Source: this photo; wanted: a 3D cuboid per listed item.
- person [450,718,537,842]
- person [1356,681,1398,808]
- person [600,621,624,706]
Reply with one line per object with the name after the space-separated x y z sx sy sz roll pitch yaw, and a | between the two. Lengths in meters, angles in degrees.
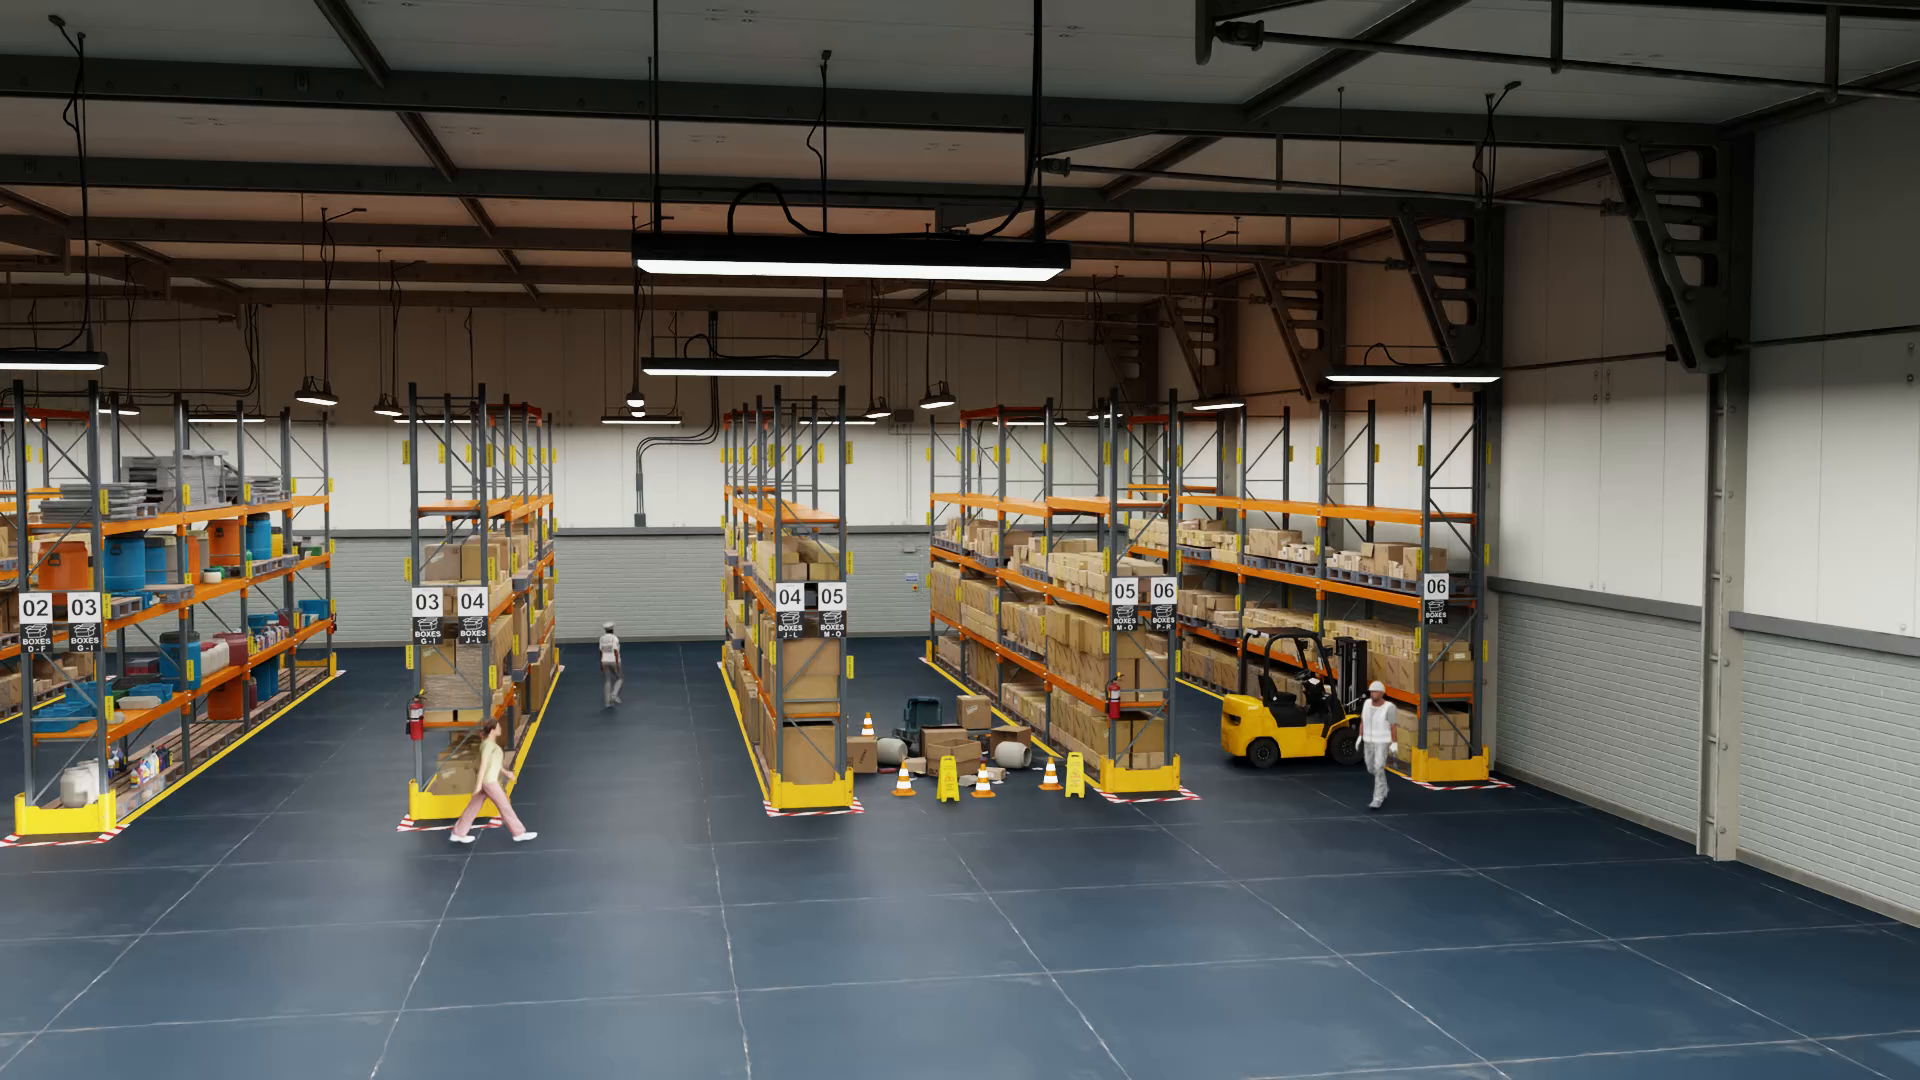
-6.009 3.089 21.393 1.089 1.593 0.499 -1 3 -14 | person
6.009 2.902 23.877 0.826 1.772 0.545 -3 4 -41 | person
-6.971 2.473 33.210 0.499 1.673 0.449 0 3 7 | person
